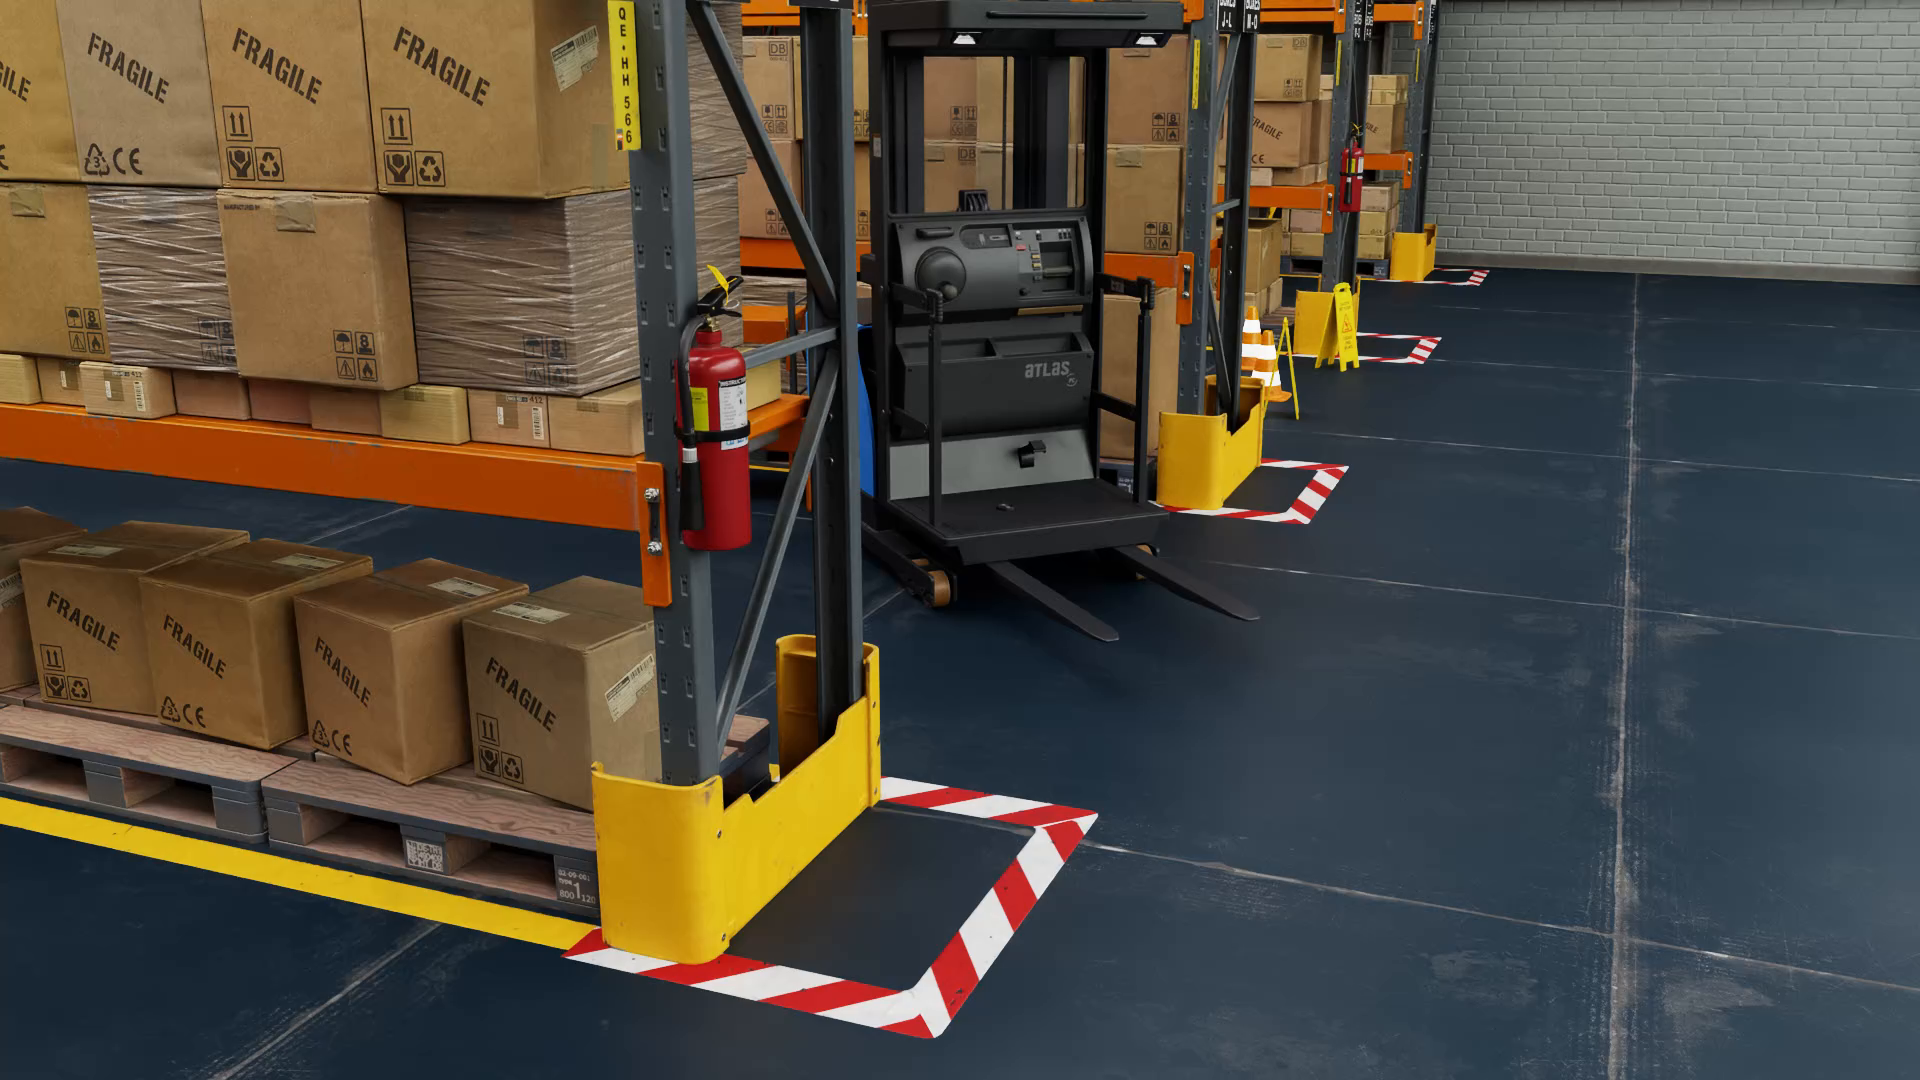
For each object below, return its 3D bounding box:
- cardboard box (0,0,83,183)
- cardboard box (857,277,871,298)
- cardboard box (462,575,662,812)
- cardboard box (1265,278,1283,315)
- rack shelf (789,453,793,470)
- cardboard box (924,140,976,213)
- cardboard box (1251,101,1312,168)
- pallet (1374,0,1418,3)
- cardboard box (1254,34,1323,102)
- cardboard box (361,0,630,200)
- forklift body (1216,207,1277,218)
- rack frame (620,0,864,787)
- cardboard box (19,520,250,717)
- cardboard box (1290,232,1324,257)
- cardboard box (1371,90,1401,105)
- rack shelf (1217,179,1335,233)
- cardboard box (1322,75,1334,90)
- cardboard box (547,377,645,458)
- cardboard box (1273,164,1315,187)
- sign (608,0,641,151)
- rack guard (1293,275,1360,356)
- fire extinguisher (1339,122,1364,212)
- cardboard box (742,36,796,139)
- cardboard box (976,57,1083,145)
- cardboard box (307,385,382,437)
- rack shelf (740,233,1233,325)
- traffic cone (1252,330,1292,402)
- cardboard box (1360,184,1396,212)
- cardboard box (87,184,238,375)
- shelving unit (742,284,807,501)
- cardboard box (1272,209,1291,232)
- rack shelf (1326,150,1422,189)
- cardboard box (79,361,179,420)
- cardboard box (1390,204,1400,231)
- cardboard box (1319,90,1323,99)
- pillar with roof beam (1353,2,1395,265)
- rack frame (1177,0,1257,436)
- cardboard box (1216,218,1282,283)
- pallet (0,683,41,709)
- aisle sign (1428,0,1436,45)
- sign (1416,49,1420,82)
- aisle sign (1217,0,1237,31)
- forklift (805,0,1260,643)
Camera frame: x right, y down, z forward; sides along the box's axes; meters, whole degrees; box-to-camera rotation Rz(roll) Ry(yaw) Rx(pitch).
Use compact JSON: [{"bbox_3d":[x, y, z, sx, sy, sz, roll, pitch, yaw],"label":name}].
[{"bbox_3d":[-2.534,-1.304,4.778,0.500,0.500,0.500,6,17,21],"label":"cardboard box"},{"bbox_3d":[-0.099,-1.085,9.588,0.875,0.875,0.875,6,17,20],"label":"cardboard box"},{"bbox_3d":[-1.113,0.445,4.992,0.500,0.500,0.500,10,19,31],"label":"cardboard box"},{"bbox_3d":[2.449,-2.091,14.176,0.500,0.250,0.500,6,17,20],"label":"cardboard box"},{"bbox_3d":[-1.343,-0.584,9.046,1.000,0.278,0.538,2,16,7],"label":"rack shelf"},{"bbox_3d":[0.019,-2.000,9.415,0.550,0.550,0.875,6,17,21],"label":"cardboard box"},{"bbox_3d":[2.492,-3.231,13.210,0.500,0.500,0.500,6,17,20],"label":"cardboard box"},{"bbox_3d":[4.268,-5.821,17.622,1.213,0.211,1.003,6,17,21],"label":"pallet"},{"bbox_3d":[2.543,-3.723,13.110,0.500,0.500,0.700,6,17,19],"label":"cardboard box"},{"bbox_3d":[-1.140,-1.149,4.245,0.500,0.500,0.500,6,17,21],"label":"cardboard box"},{"bbox_3d":[2.482,-3.657,16.912,1.214,2.155,2.313,6,17,21],"label":"forklift body"},{"bbox_3d":[-0.538,-0.486,4.467,0.127,3.000,1.000,6,17,21],"label":"rack frame"},{"bbox_3d":[-2.760,0.255,5.646,0.500,0.500,0.500,5,17,16],"label":"cardboard box"},{"bbox_3d":[3.904,-3.244,18.147,0.500,0.250,0.500,6,17,21],"label":"cardboard box"},{"bbox_3d":[4.490,-4.666,17.523,0.250,0.149,0.380,7,17,21],"label":"cardboard box"},{"bbox_3d":[1.238,-2.915,14.125,4.000,0.370,1.077,6,17,21],"label":"rack shelf"},{"bbox_3d":[4.011,-4.865,17.675,0.250,0.149,0.380,7,17,22],"label":"cardboard box"},{"bbox_3d":[-0.879,-0.341,4.418,0.250,0.149,0.380,6,17,21],"label":"cardboard box"},{"bbox_3d":[2.672,-2.918,13.296,0.250,0.149,0.380,7,18,22],"label":"cardboard box"},{"bbox_3d":[-0.760,-1.052,3.772,0.005,0.325,0.100,6,17,21],"label":"sign"},{"bbox_3d":[3.027,-1.863,13.695,0.348,0.500,1.175,6,17,21],"label":"rack guard"},{"bbox_3d":[3.035,-2.888,12.879,0.183,0.674,0.296,6,17,21],"label":"fire extinguisher"},{"bbox_3d":[-1.008,-2.598,9.536,0.550,0.550,0.875,6,17,21],"label":"cardboard box"},{"bbox_3d":[0.499,-2.433,8.967,0.550,0.550,0.875,6,17,21],"label":"cardboard box"},{"bbox_3d":[-1.590,-0.408,4.650,0.250,0.149,0.380,6,17,21],"label":"cardboard box"},{"bbox_3d":[-0.485,-1.621,9.667,4.000,0.370,1.077,6,17,21],"label":"rack shelf"},{"bbox_3d":[2.134,-1.224,11.561,0.334,0.463,0.336,6,17,21],"label":"traffic cone"},{"bbox_3d":[4.373,-3.671,17.825,0.500,0.250,0.500,7,18,22],"label":"cardboard box"},{"bbox_3d":[-1.998,-0.822,4.913,0.500,0.500,0.875,6,17,21],"label":"cardboard box"},{"bbox_3d":[-1.343,-0.819,8.977,1.048,1.125,0.538,2,16,7],"label":"shelving unit"},{"bbox_3d":[3.398,-3.535,18.252,0.500,0.250,0.500,6,17,19],"label":"cardboard box"},{"bbox_3d":[3.055,-4.203,18.561,4.000,0.370,1.077,6,17,21],"label":"rack shelf"},{"bbox_3d":[-2.313,-0.467,4.852,0.250,0.149,0.380,6,17,21],"label":"cardboard box"},{"bbox_3d":[4.555,-3.567,18.362,0.500,0.250,0.500,7,17,22],"label":"cardboard box"},{"bbox_3d":[3.797,-4.755,17.830,0.250,0.149,0.380,6,17,20],"label":"cardboard box"},{"bbox_3d":[3.019,-6.413,14.124,0.400,9.000,9.100,6,17,21],"label":"pillar with roof beam"},{"bbox_3d":[1.376,-1.762,8.862,0.127,3.000,1.000,6,17,21],"label":"rack frame"},{"bbox_3d":[2.427,-2.454,14.079,0.500,0.500,0.500,6,17,19],"label":"cardboard box"},{"bbox_3d":[-3.621,0.504,6.060,1.213,0.211,1.003,6,17,21],"label":"pallet"},{"bbox_3d":[4.869,-5.509,17.108,0.004,0.787,0.394,6,17,21],"label":"aisle sign"},{"bbox_3d":[4.704,-4.874,17.081,0.005,0.325,0.100,6,17,21],"label":"sign"},{"bbox_3d":[1.332,-2.925,8.207,0.004,0.787,0.394,6,17,21],"label":"aisle sign"},{"bbox_3d":[0.245,-1.247,7.213,1.130,2.935,3.031,-7,18,-22],"label":"forklift"}]
